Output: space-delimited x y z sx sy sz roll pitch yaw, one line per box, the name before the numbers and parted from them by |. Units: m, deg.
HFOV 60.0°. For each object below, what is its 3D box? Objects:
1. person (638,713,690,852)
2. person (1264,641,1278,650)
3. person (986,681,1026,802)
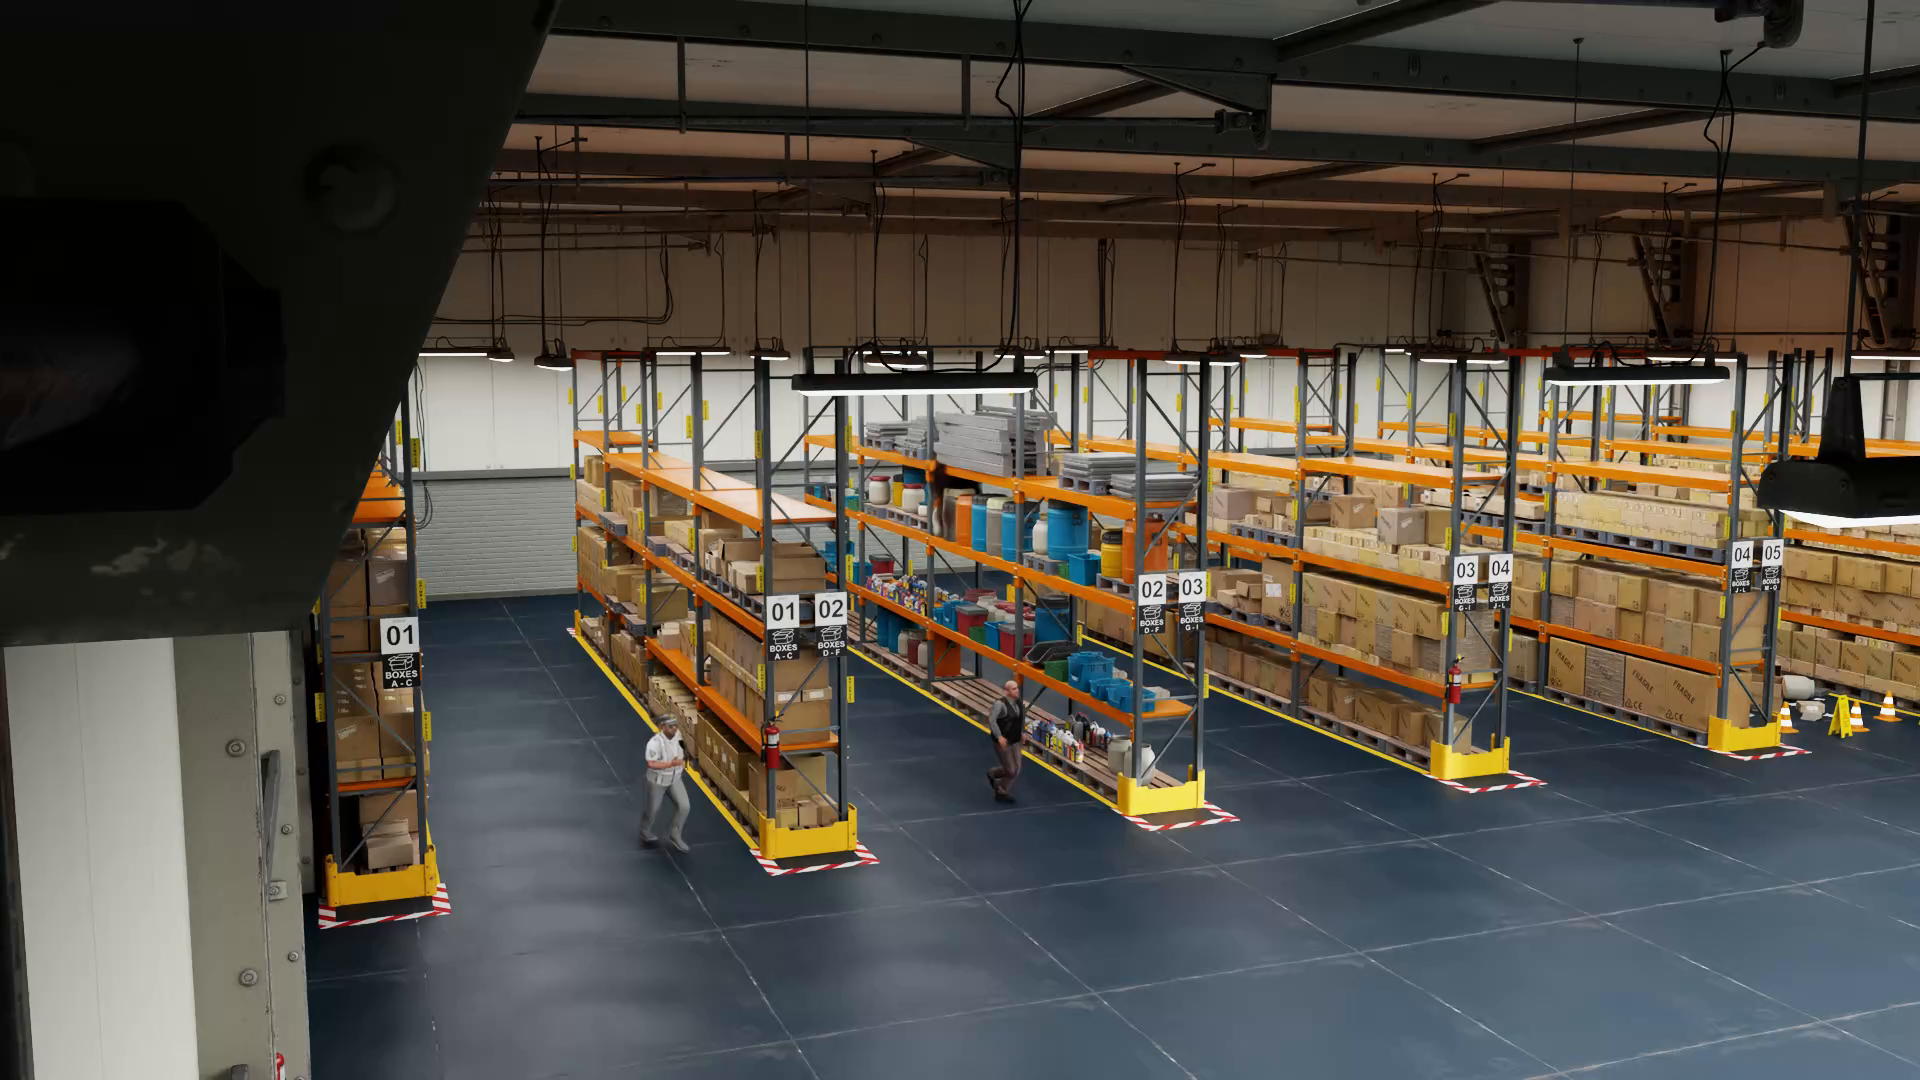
person | -3.640 2.951 20.394 0.625 1.763 0.929 -6 9 -41
person | 6.223 1.457 32.344 0.710 1.717 0.773 -3 8 -20
person | 0.591 2.714 22.582 0.657 1.664 0.556 -7 10 -44
